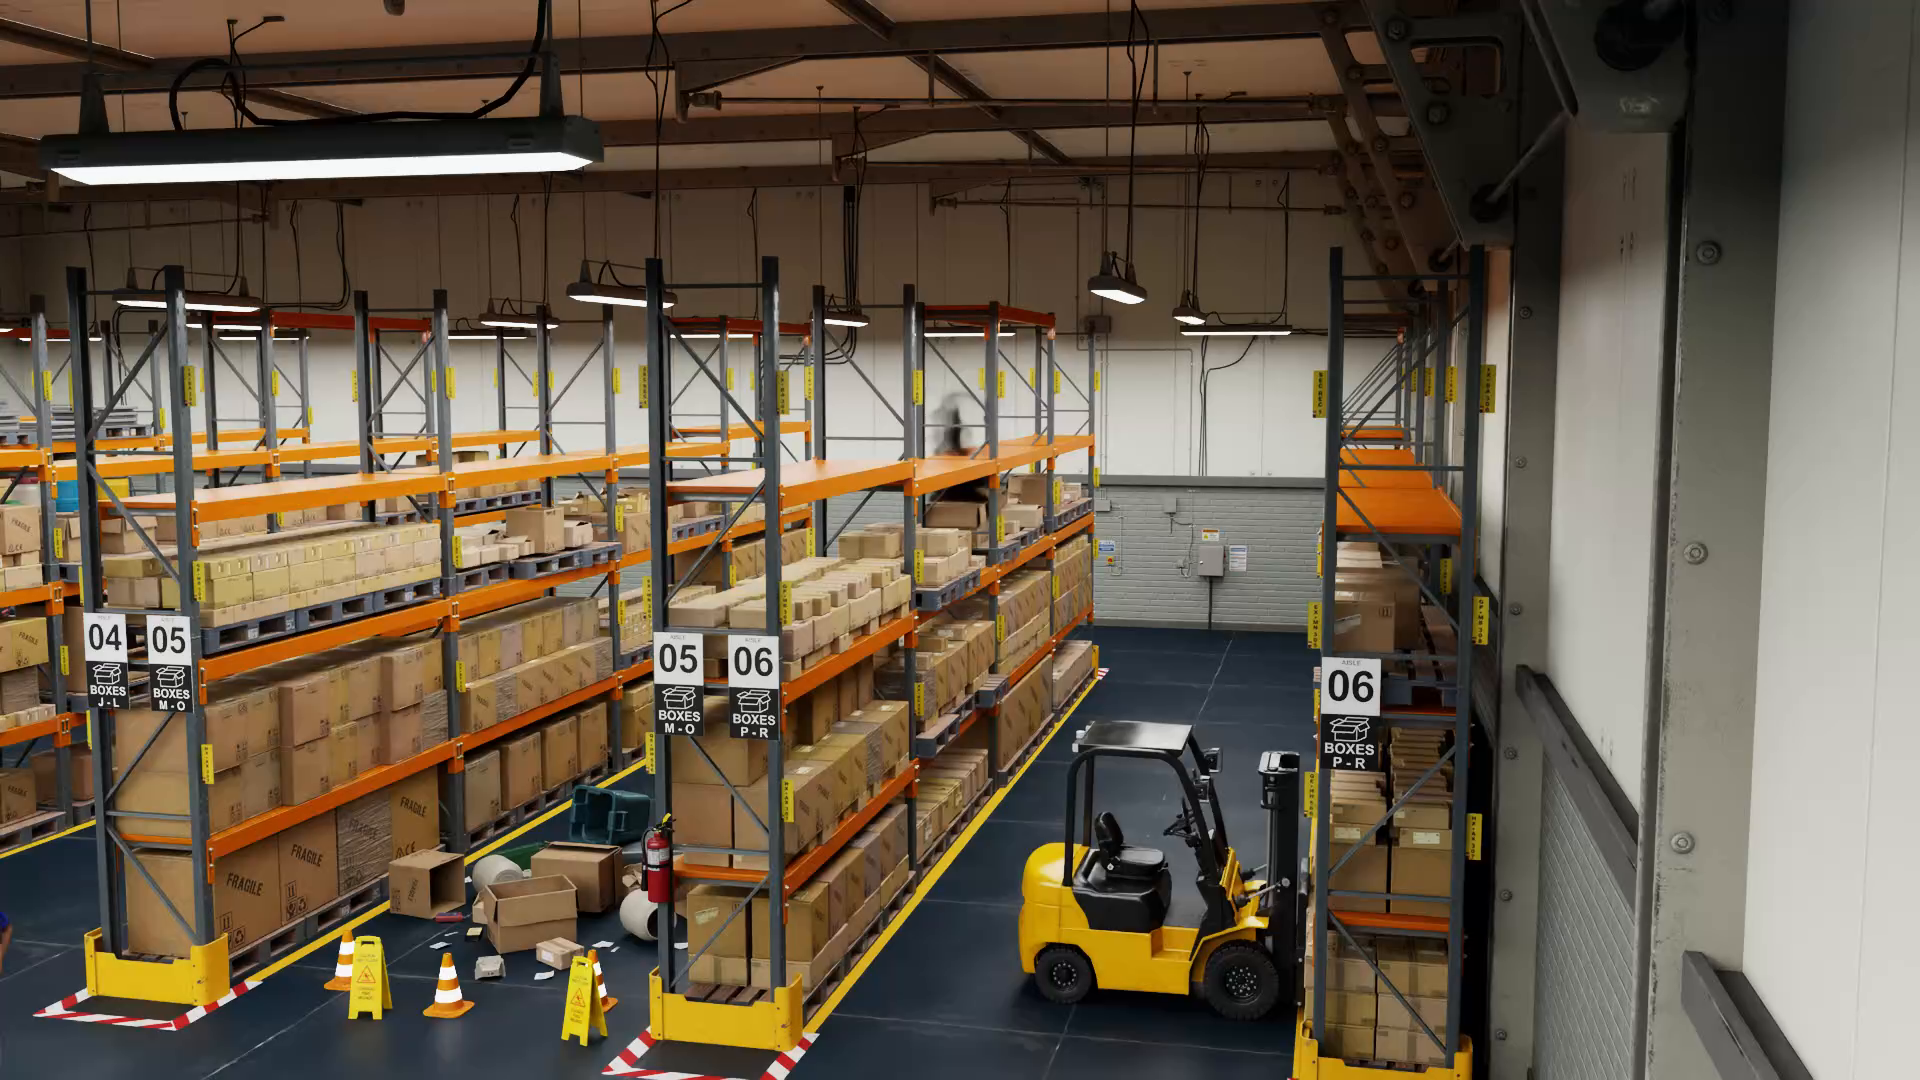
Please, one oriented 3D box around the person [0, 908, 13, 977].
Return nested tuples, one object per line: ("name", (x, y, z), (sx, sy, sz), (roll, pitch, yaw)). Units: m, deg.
("person", (-7.078, 3.173, 11.865), (0.558, 1.624, 0.733), (-4, 7, -32))
